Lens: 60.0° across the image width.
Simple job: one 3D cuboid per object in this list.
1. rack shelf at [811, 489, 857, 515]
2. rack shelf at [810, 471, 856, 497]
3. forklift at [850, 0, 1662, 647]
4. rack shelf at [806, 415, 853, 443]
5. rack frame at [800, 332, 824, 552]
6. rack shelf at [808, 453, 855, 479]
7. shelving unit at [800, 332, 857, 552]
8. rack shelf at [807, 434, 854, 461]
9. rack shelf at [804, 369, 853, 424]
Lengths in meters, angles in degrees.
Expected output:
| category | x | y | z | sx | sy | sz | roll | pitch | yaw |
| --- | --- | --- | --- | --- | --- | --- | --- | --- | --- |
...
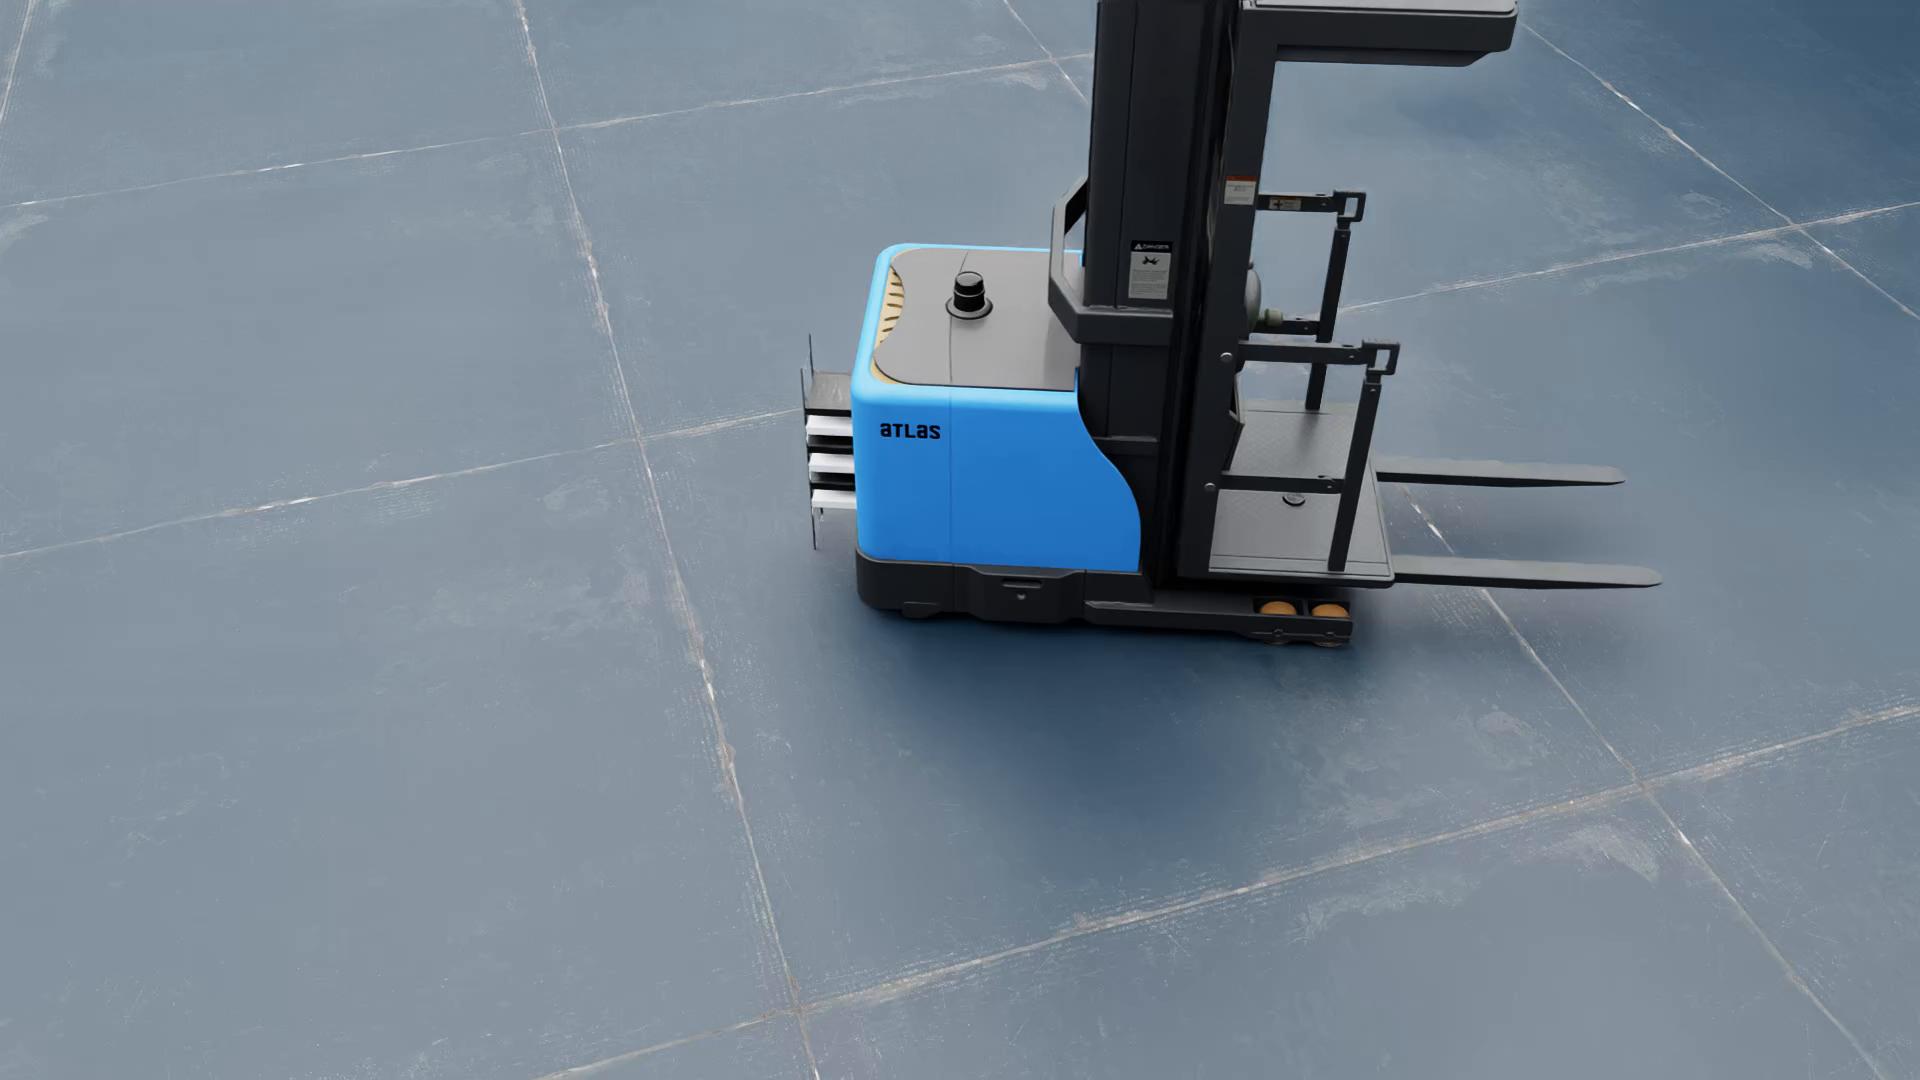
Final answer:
| category | x | y | z | sx | sy | sz | roll | pitch | yaw |
| --- | --- | --- | --- | --- | --- | --- | --- | --- | --- |
| rack shelf | -0.475 | -0.204 | 6.624 | 0.200 | 0.077 | 0.258 | 3 | 41 | 3 |
| rack shelf | -0.475 | -0.272 | 6.565 | 0.200 | 0.077 | 0.258 | 3 | 41 | 3 |
| forklift | 1.146 | -1.065 | 5.741 | 3.031 | 2.935 | 1.130 | 3 | 41 | 3 |
| rack shelf | -0.475 | -0.475 | 6.387 | 0.200 | 0.077 | 0.258 | 3 | 41 | 3 |
| rack frame | -0.576 | -0.370 | 6.489 | 0.006 | 0.900 | 0.240 | 3 | 41 | 3 |
| rack shelf | -0.475 | -0.340 | 6.505 | 0.200 | 0.077 | 0.258 | 3 | 41 | 3 |
| shelving unit | -0.475 | -0.365 | 6.484 | 0.210 | 0.900 | 0.258 | 3 | 41 | 3 |
| rack shelf | -0.475 | -0.407 | 6.446 | 0.200 | 0.077 | 0.258 | 3 | 41 | 3 |
| rack shelf | -0.475 | -0.543 | 6.328 | 0.200 | 0.077 | 0.258 | 3 | 41 | 3 |
